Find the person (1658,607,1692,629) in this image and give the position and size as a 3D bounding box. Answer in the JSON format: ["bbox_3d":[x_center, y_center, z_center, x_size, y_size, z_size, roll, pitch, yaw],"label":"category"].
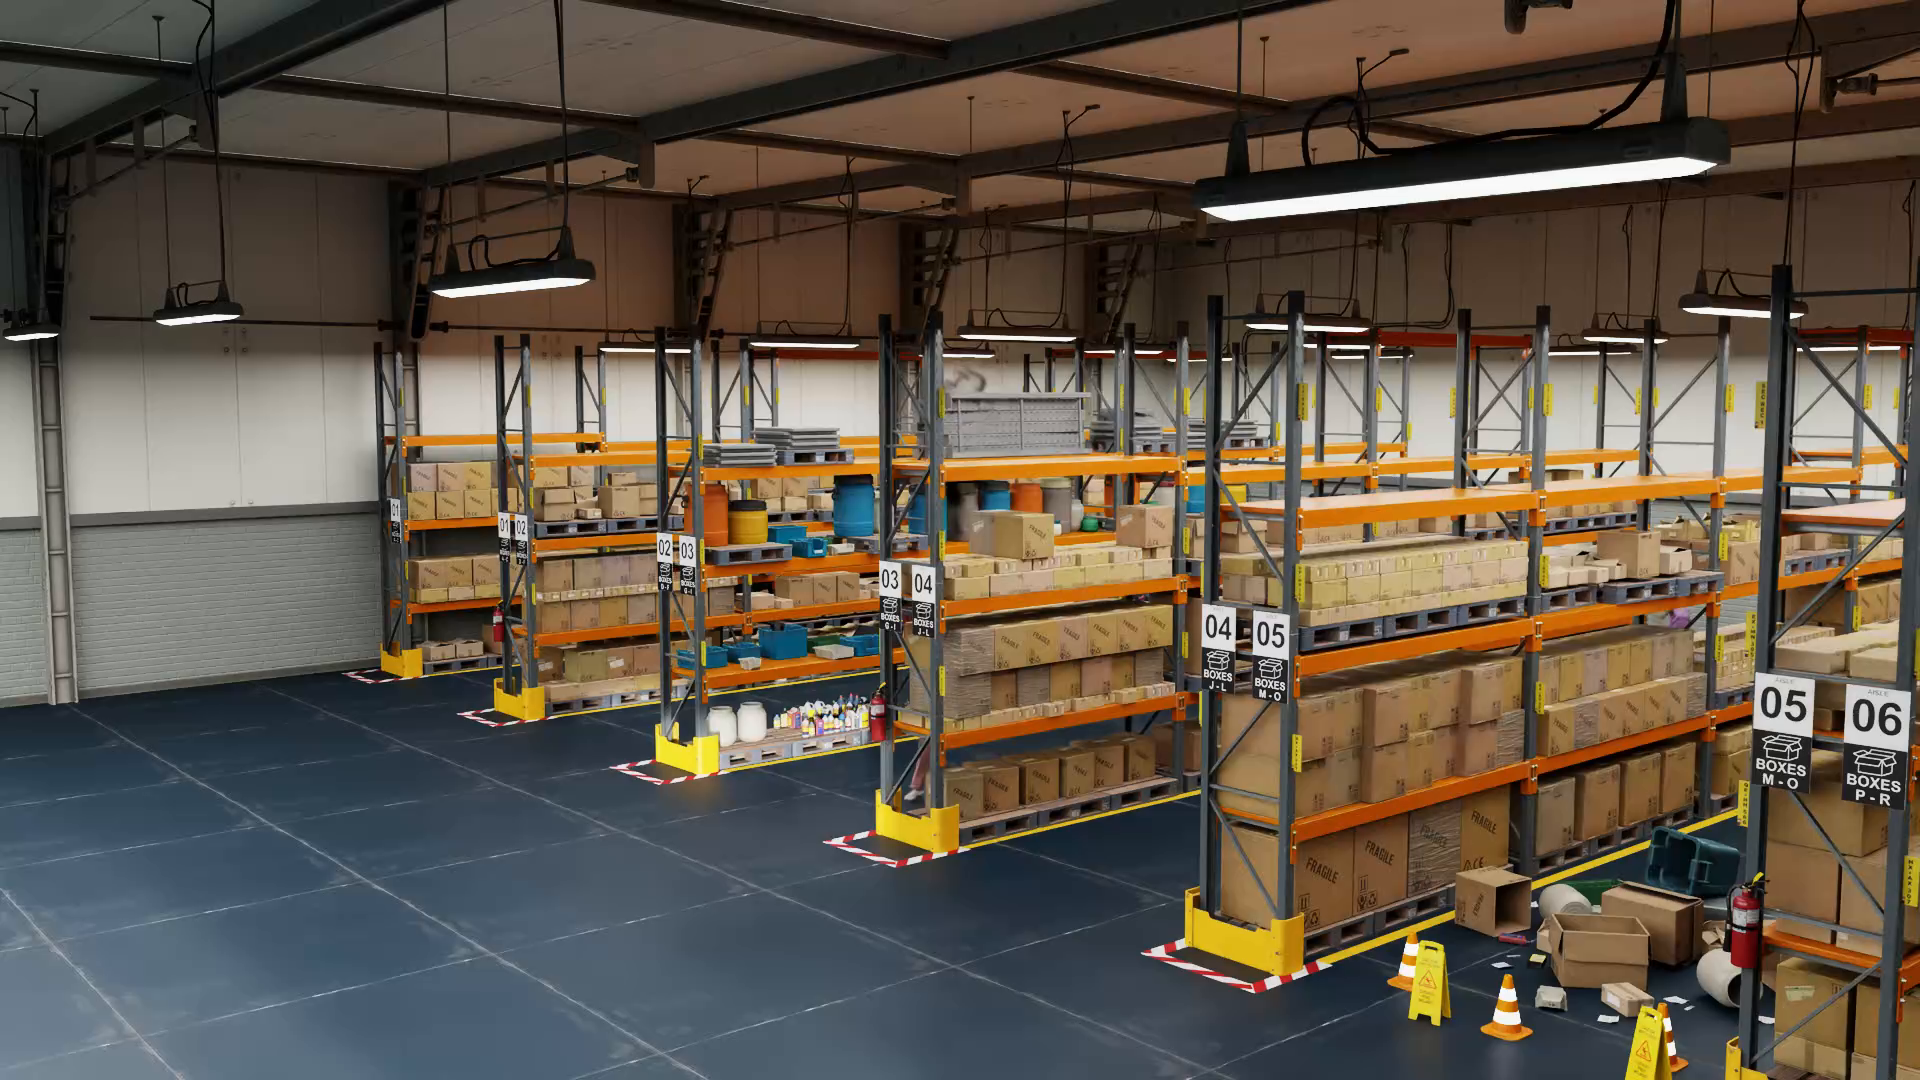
[{"bbox_3d":[12.691,1.710,29.465,0.587,1.604,0.792,-1,5,-16],"label":"person"}]

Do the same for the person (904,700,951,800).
[{"bbox_3d":[-0.401,2.388,21.051,0.601,1.675,0.925,5,7,42],"label":"person"}]
